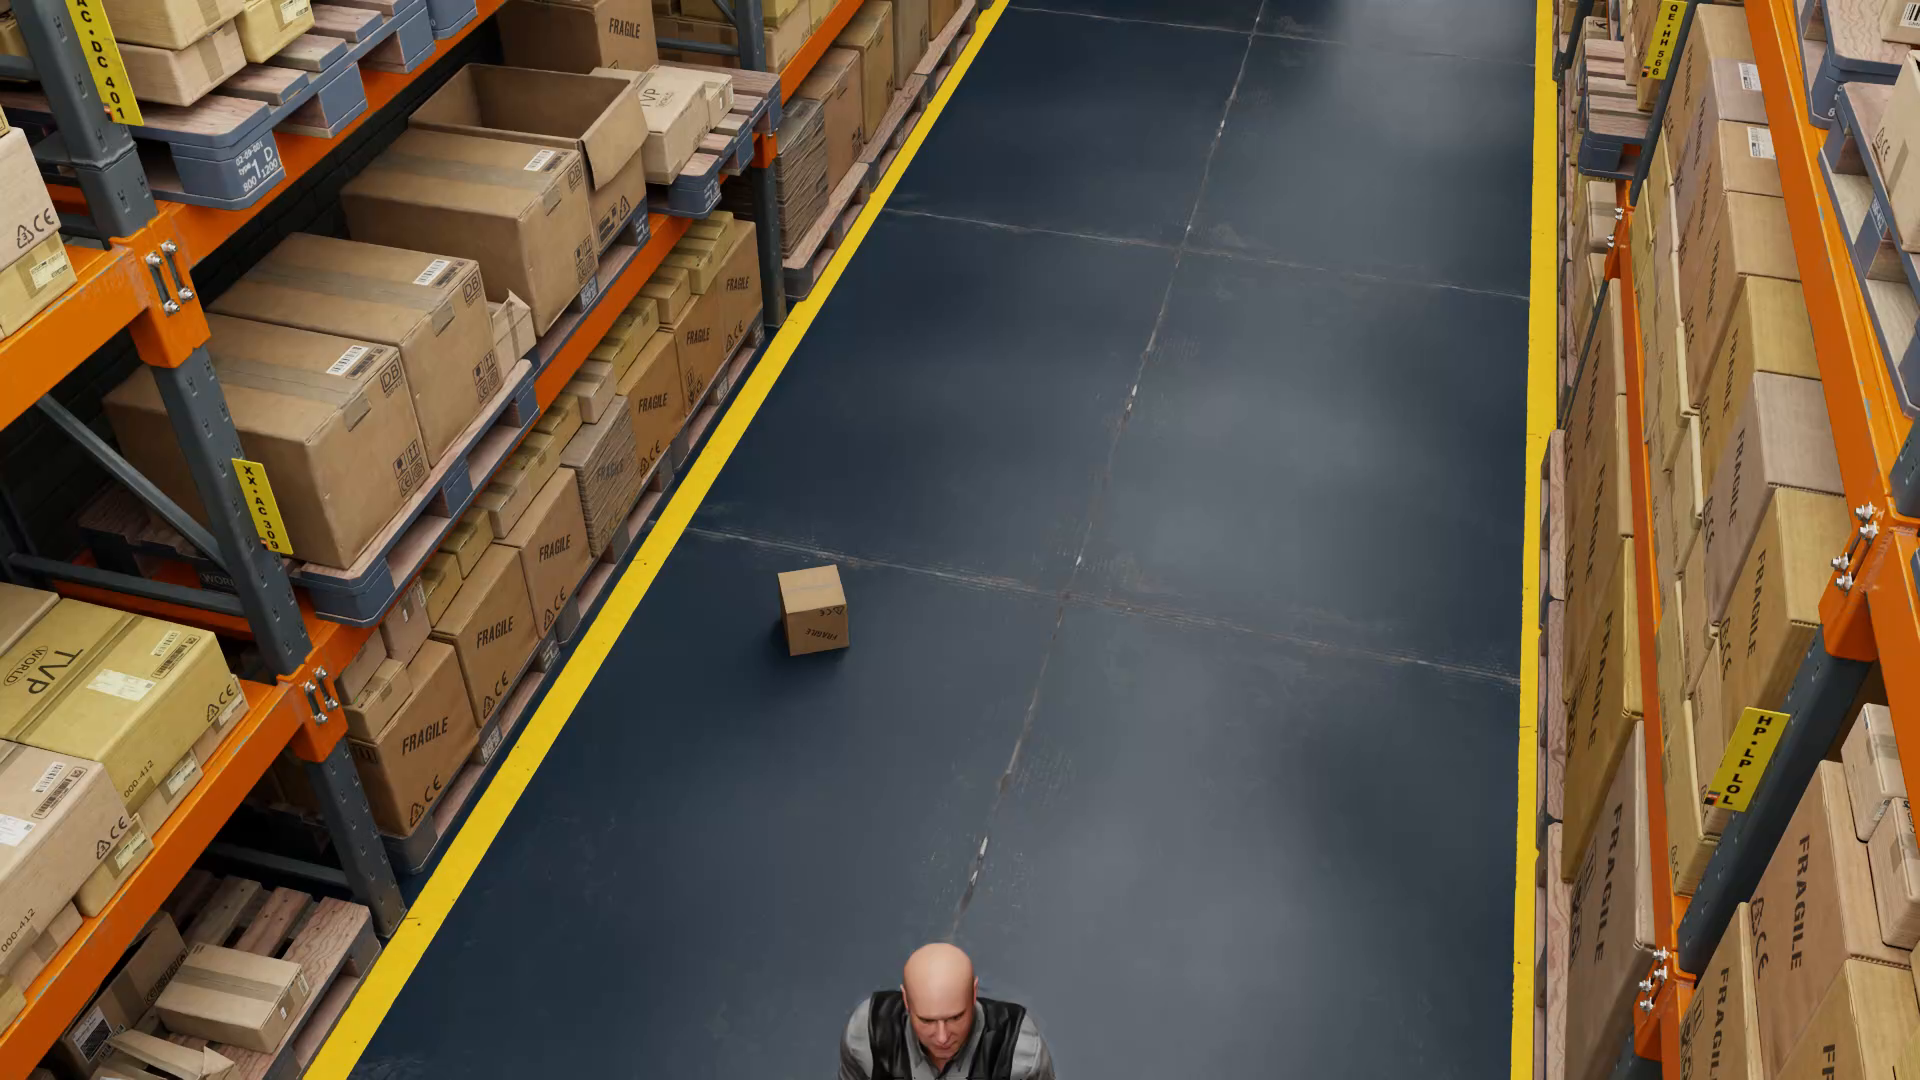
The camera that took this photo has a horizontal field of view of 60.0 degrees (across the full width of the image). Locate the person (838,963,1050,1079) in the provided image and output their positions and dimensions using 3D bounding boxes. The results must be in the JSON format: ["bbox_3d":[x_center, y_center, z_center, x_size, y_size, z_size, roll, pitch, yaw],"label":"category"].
[{"bbox_3d":[-0.030,1.679,4.229,0.576,1.673,1.033,0,41,0],"label":"person"}]
